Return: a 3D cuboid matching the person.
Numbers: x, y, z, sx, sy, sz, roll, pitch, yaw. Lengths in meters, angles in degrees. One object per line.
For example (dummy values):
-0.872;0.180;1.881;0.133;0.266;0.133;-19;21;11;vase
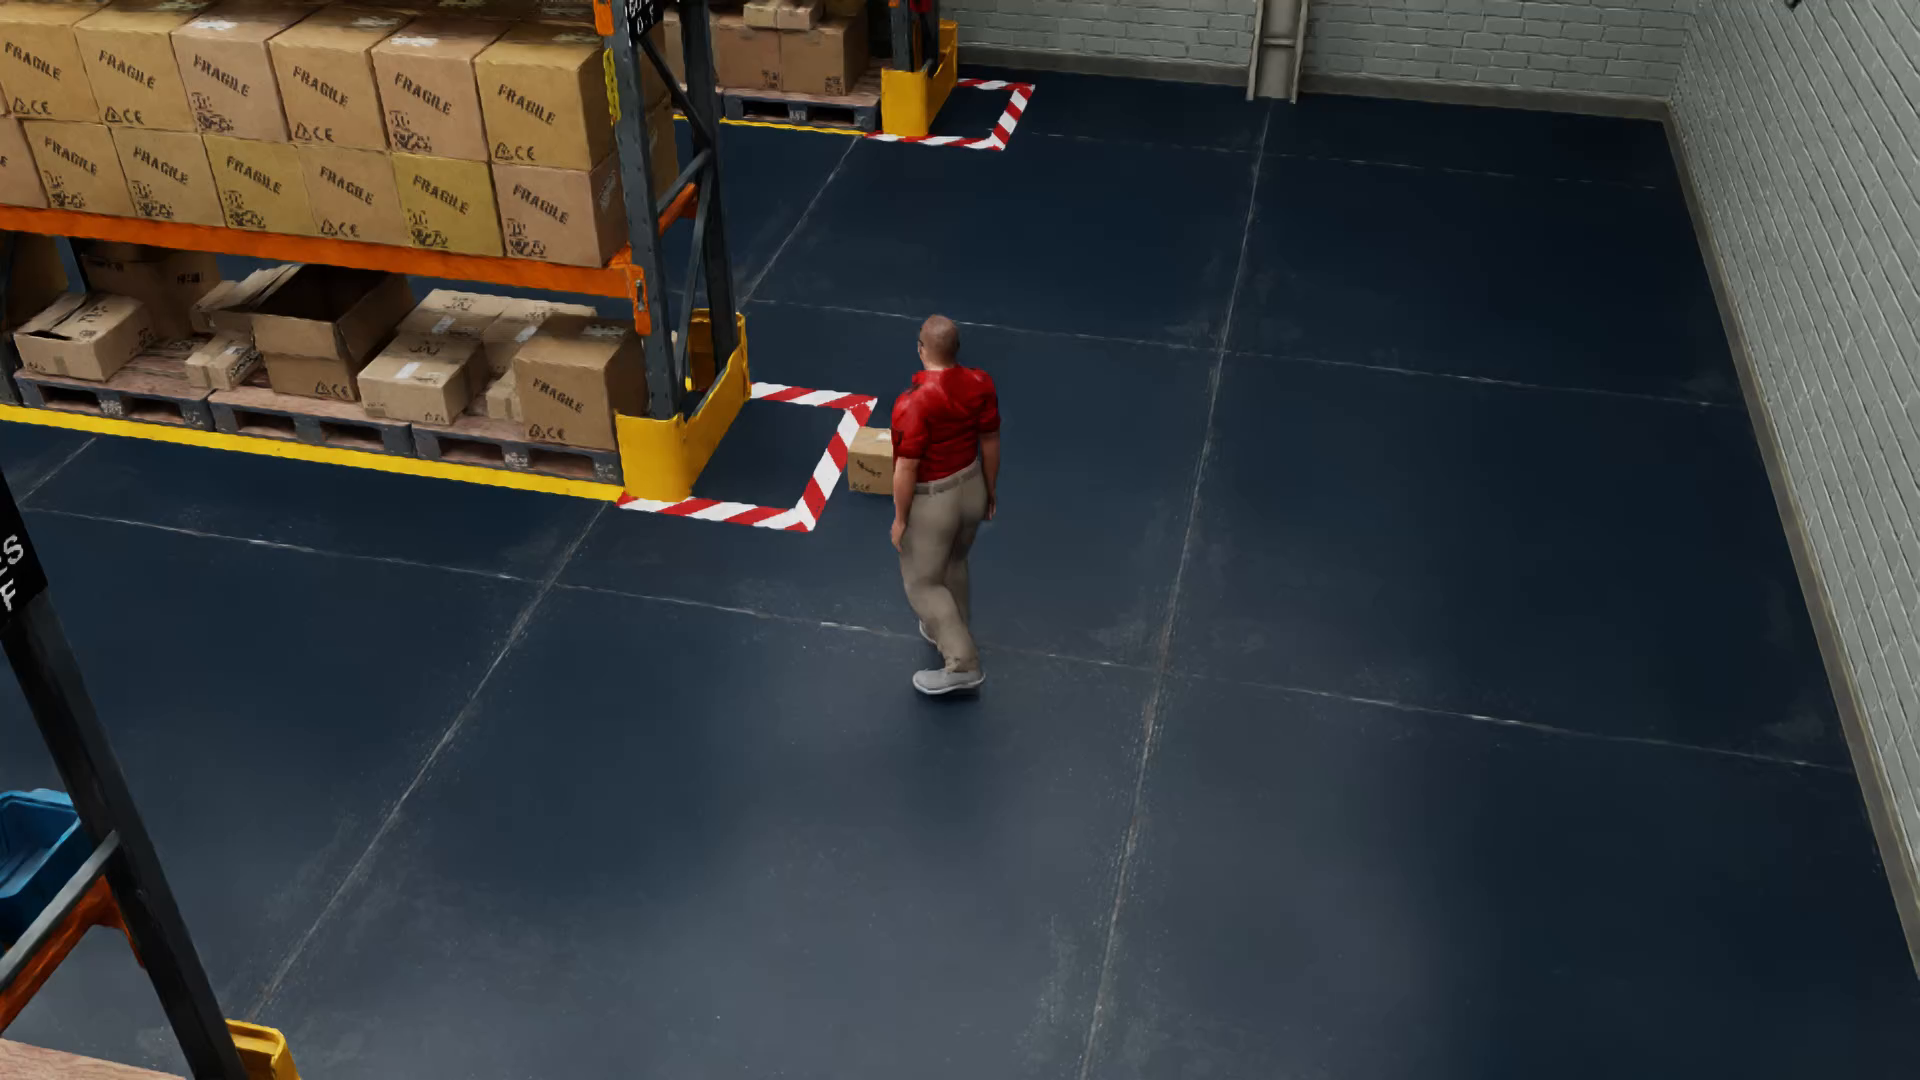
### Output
-0.034;-0.172;7.156;0.574;1.644;0.540;-29;45;-34;person
